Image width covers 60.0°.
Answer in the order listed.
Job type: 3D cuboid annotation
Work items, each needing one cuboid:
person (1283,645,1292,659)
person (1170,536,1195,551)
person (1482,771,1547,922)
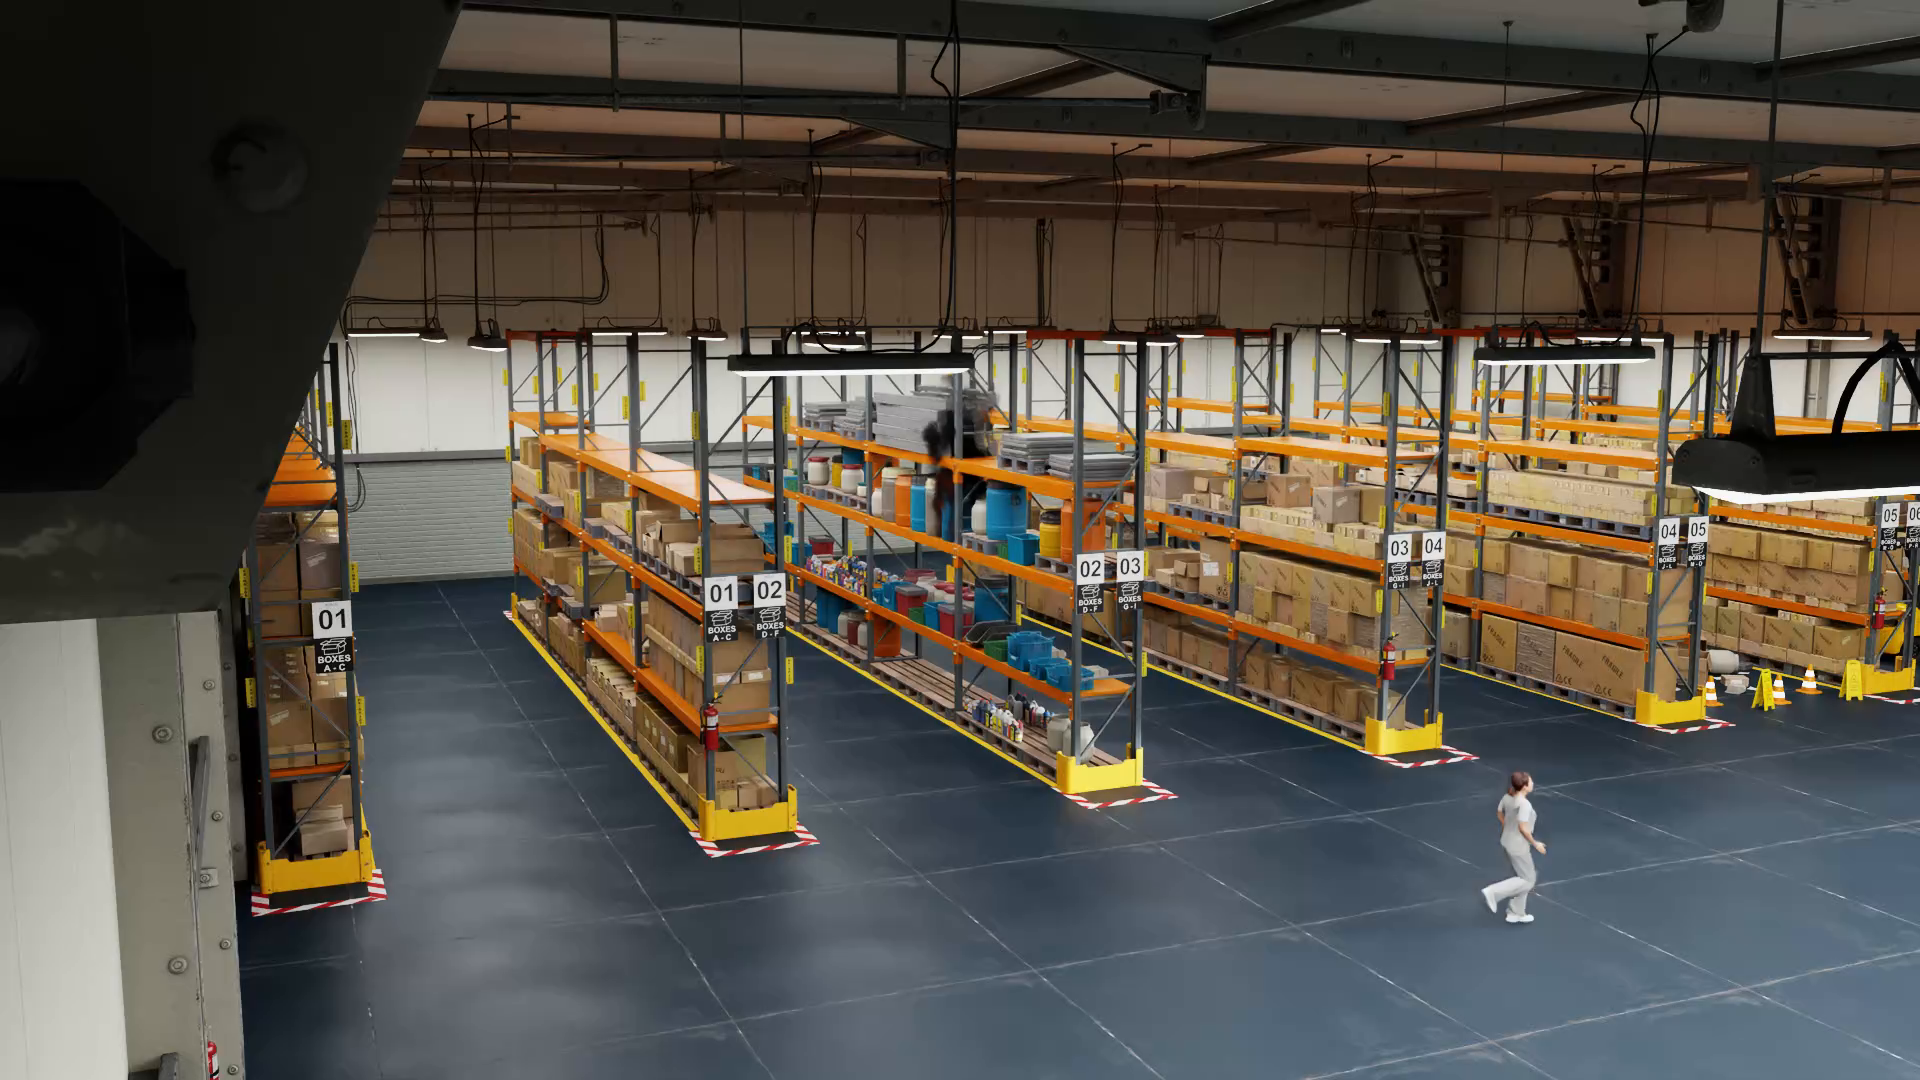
[{"bbox_3d":[5.960,1.363,30.673,0.646,1.622,0.610,-4,9,-29],"label":"person"},{"bbox_3d":[5.585,-0.187,41.660,0.696,1.793,0.730,5,9,32],"label":"person"},{"bbox_3d":[5.706,3.196,17.294,0.622,1.621,0.550,-1,8,-9],"label":"person"}]
